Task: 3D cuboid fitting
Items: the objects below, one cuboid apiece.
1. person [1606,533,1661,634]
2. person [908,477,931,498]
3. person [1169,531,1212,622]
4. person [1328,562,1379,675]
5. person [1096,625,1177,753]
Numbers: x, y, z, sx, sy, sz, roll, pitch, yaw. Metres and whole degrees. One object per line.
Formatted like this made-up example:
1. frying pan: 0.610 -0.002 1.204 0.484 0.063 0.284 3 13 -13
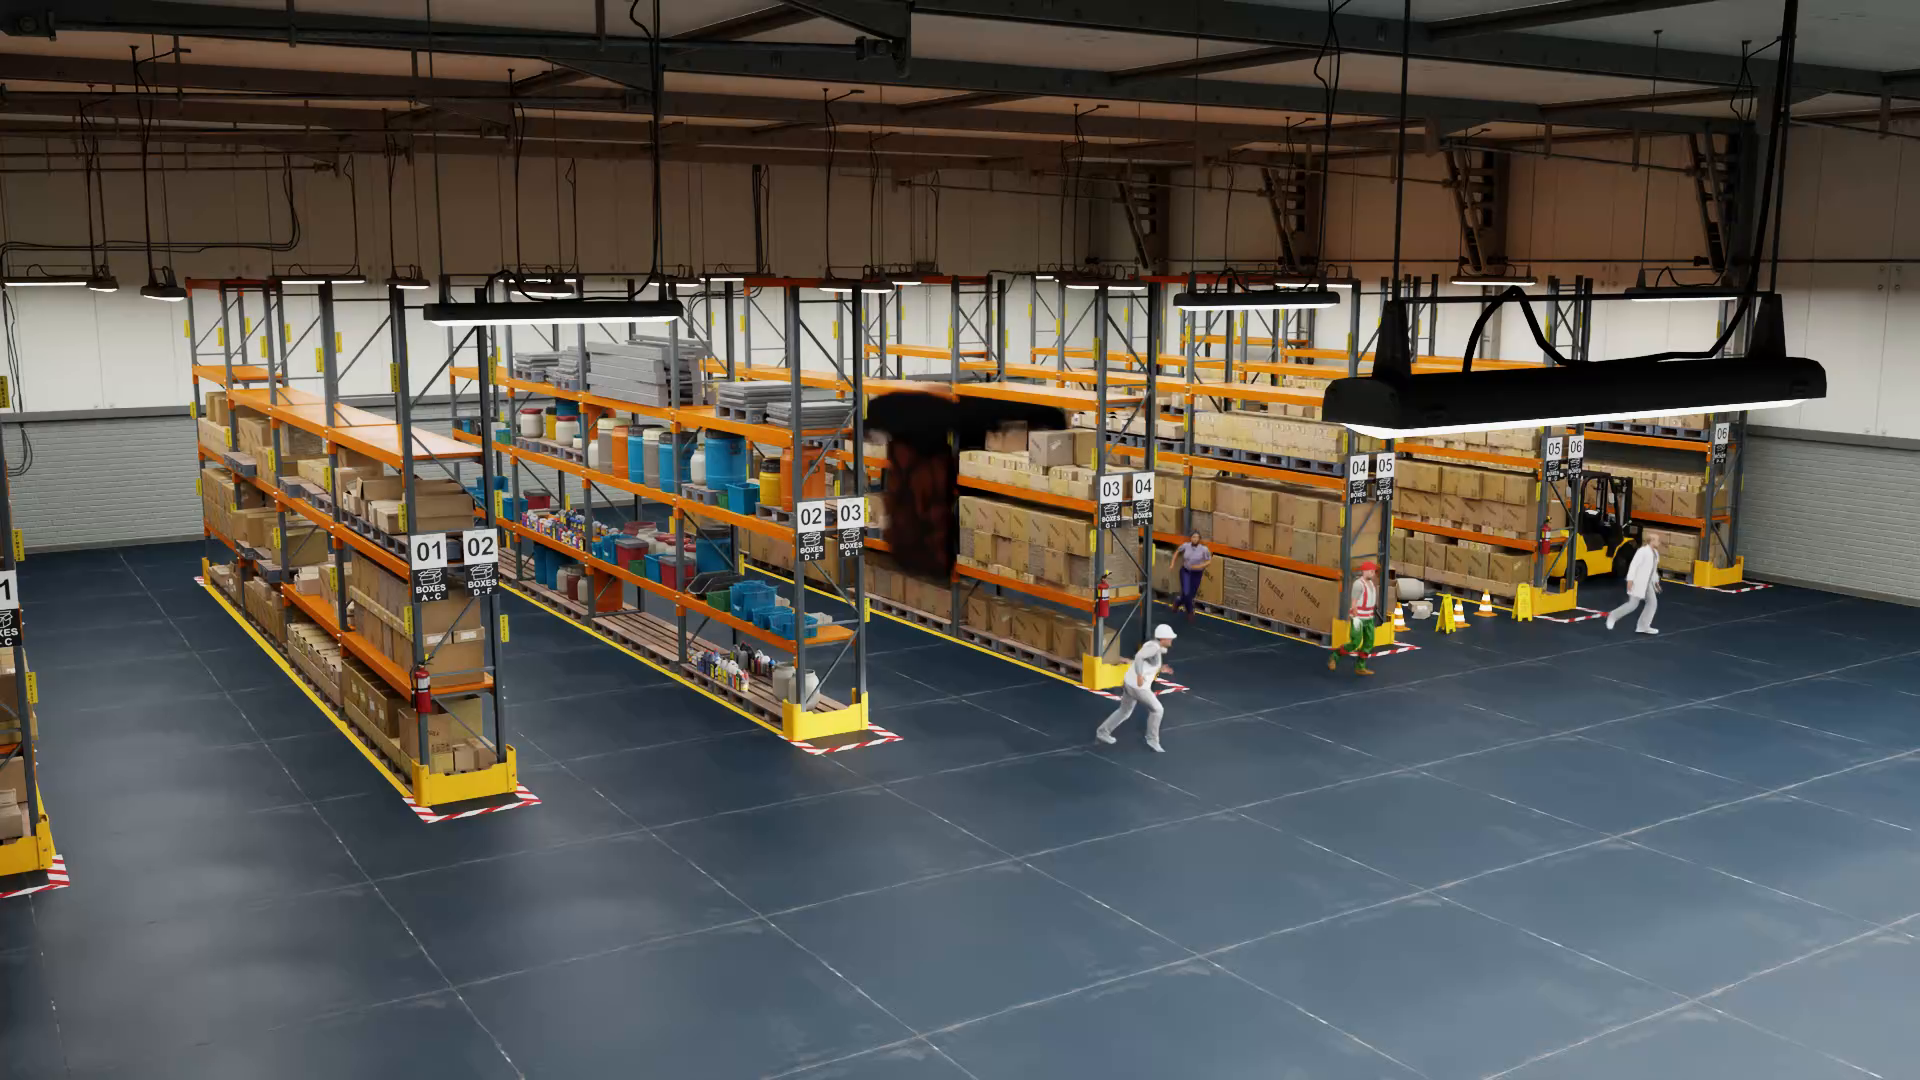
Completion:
1. person: 11.590 0.778 28.515 0.790 1.609 0.829 -9 13 -44
2. person: -0.721 -0.551 35.998 0.670 1.789 0.726 -7 12 -37
3. person: 3.988 0.600 28.929 0.713 1.586 0.633 0 10 0
4. person: 6.049 1.195 25.543 0.618 1.760 0.710 9 13 44
5. person: 2.285 1.944 21.575 1.030 1.730 0.698 1 10 3
